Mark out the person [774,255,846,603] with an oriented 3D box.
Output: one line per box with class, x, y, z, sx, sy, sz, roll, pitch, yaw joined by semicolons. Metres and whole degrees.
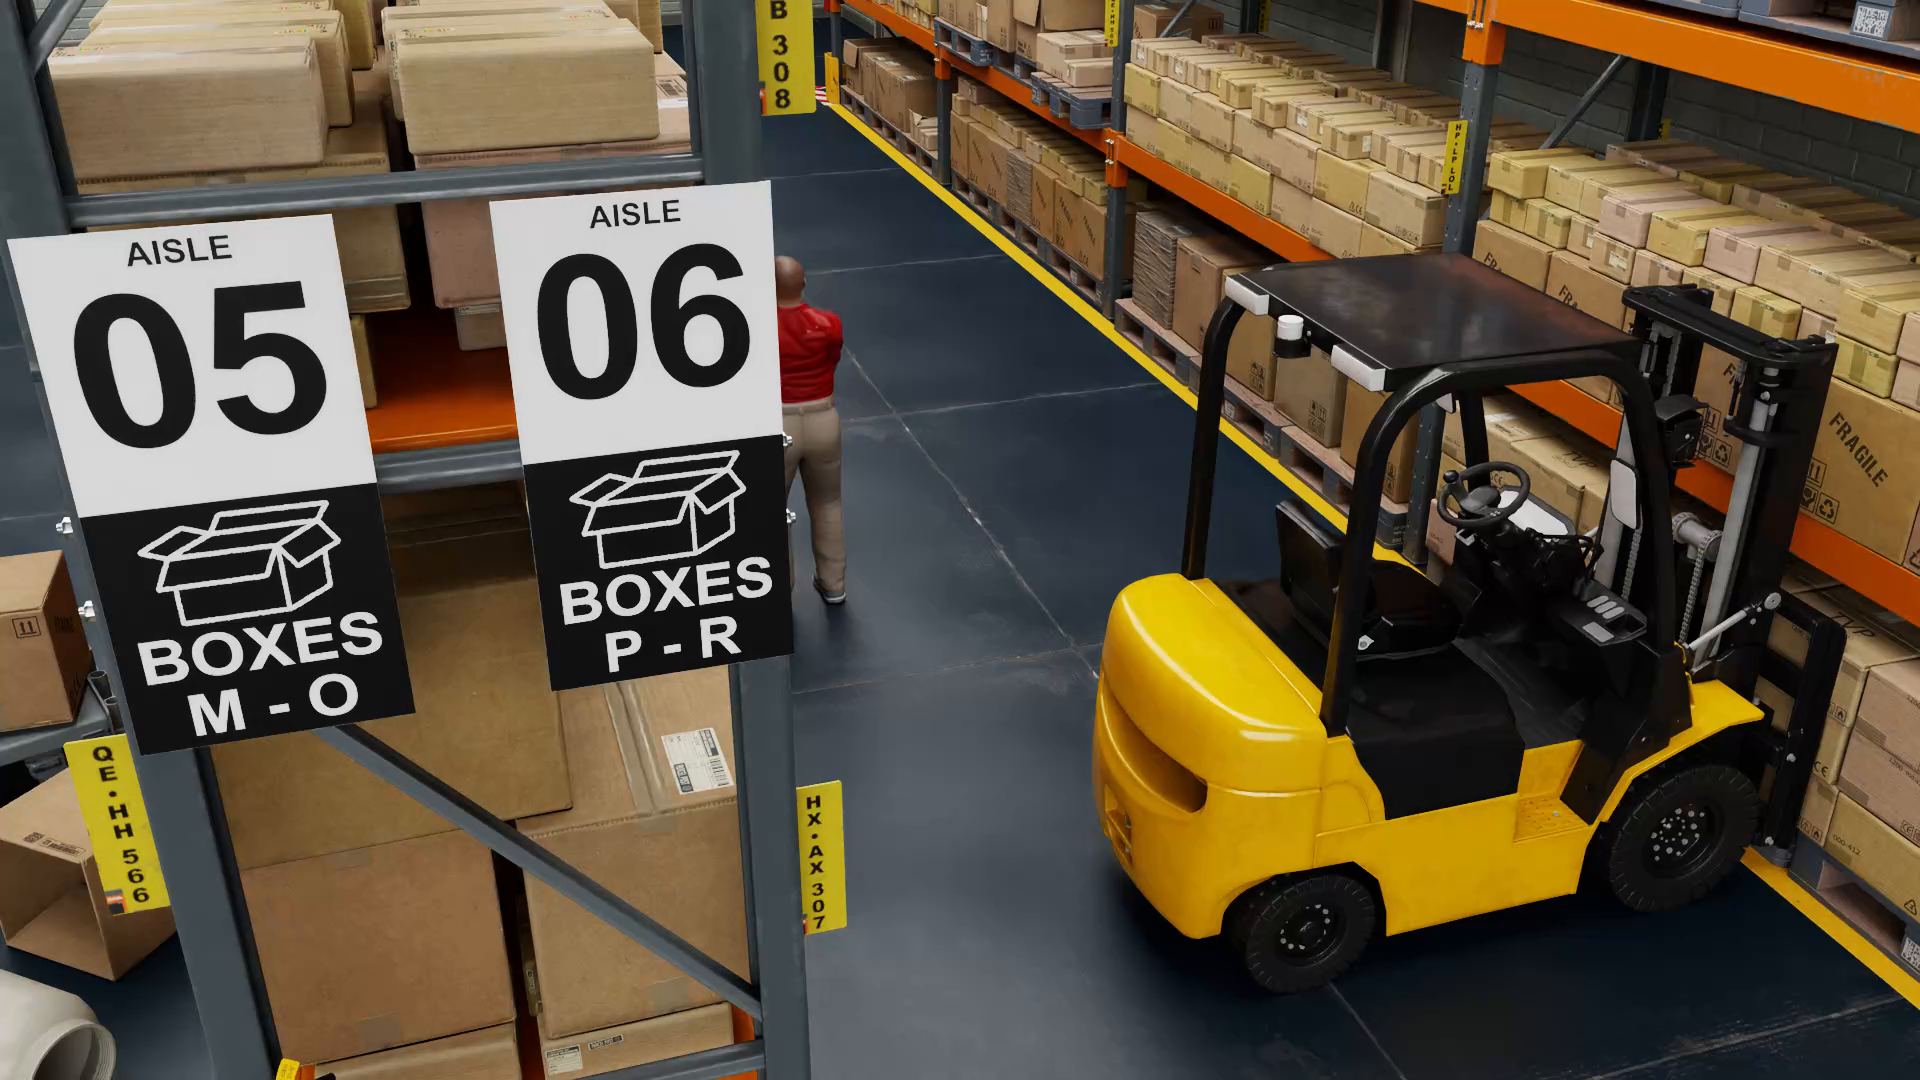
person;-0.802;-0.524;7.708;0.495;1.715;0.530;-9;27;-17
